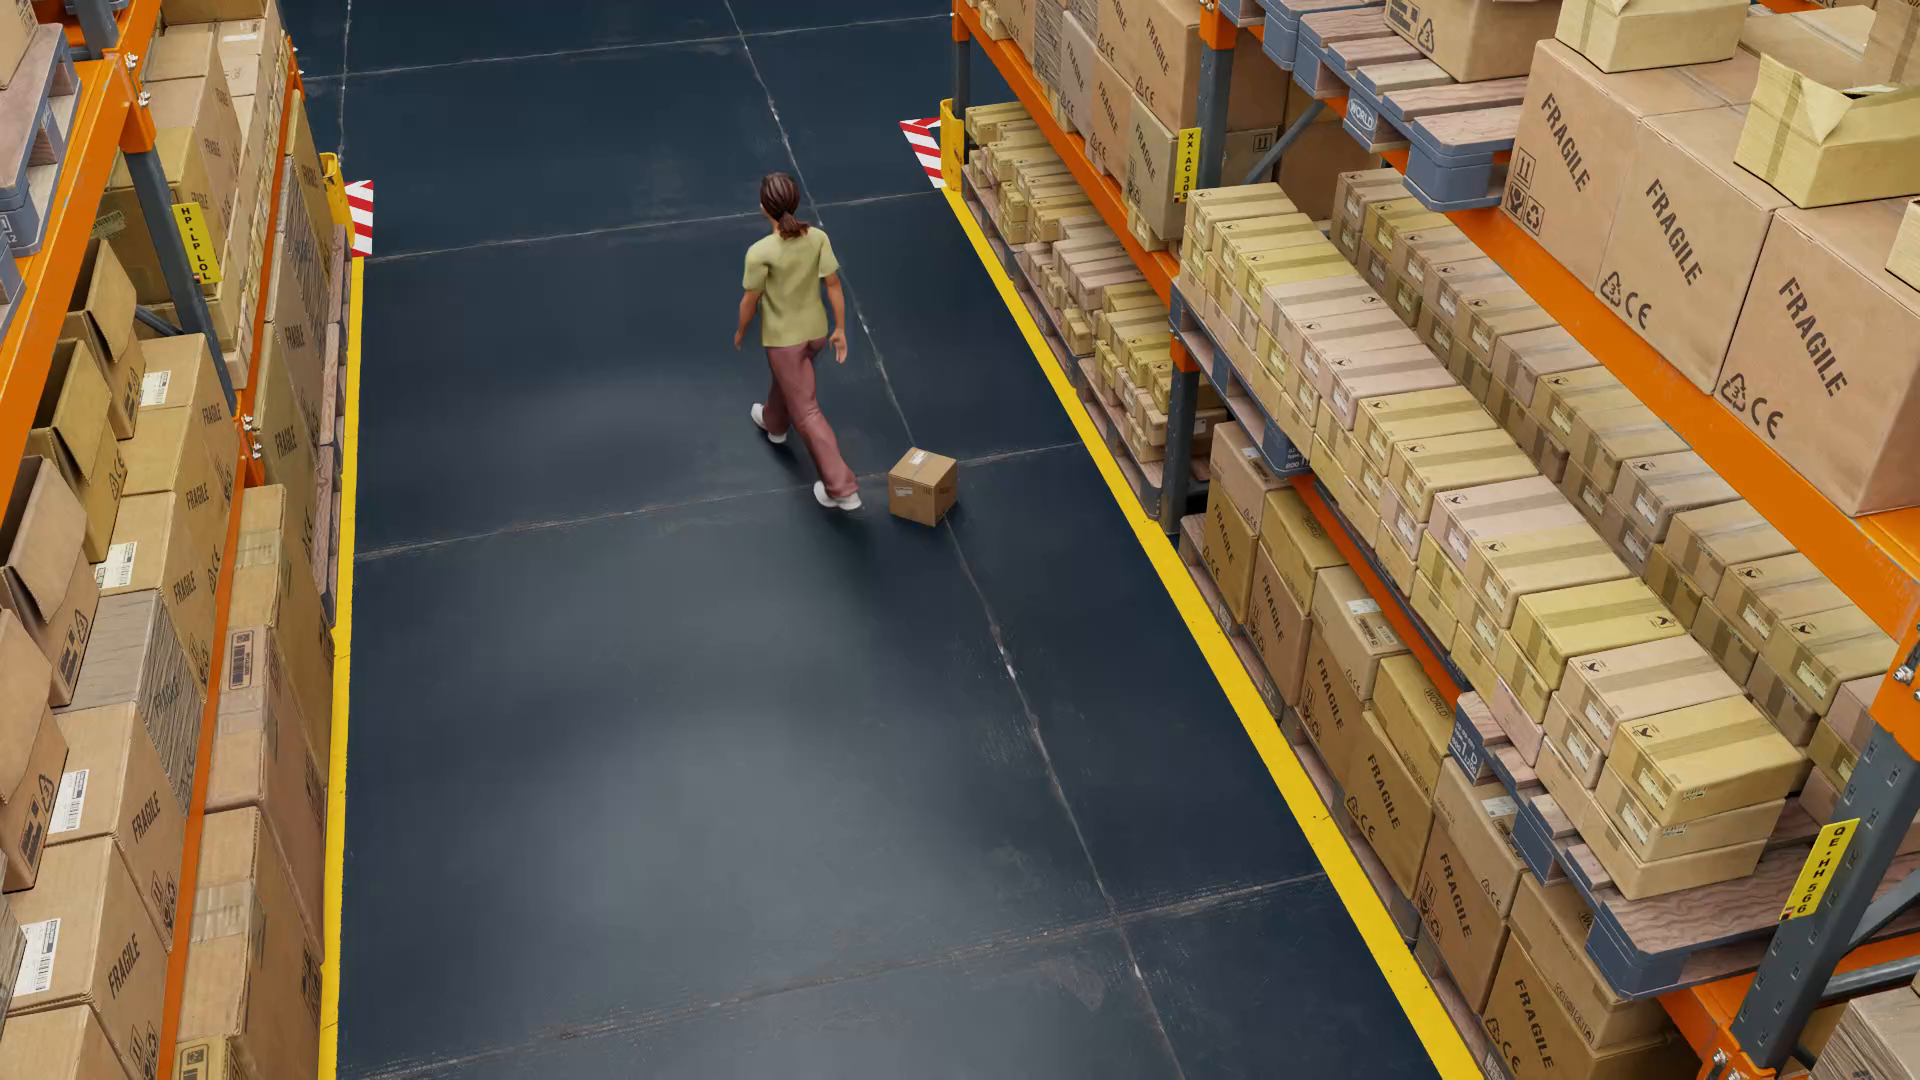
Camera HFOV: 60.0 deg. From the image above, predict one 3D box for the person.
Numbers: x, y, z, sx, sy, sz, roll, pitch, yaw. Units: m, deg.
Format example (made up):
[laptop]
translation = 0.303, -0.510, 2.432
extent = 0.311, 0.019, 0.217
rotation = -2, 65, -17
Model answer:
[person]
translation = -0.805, -0.991, 7.970
extent = 0.458, 1.609, 1.106
rotation = -28, 46, -31
